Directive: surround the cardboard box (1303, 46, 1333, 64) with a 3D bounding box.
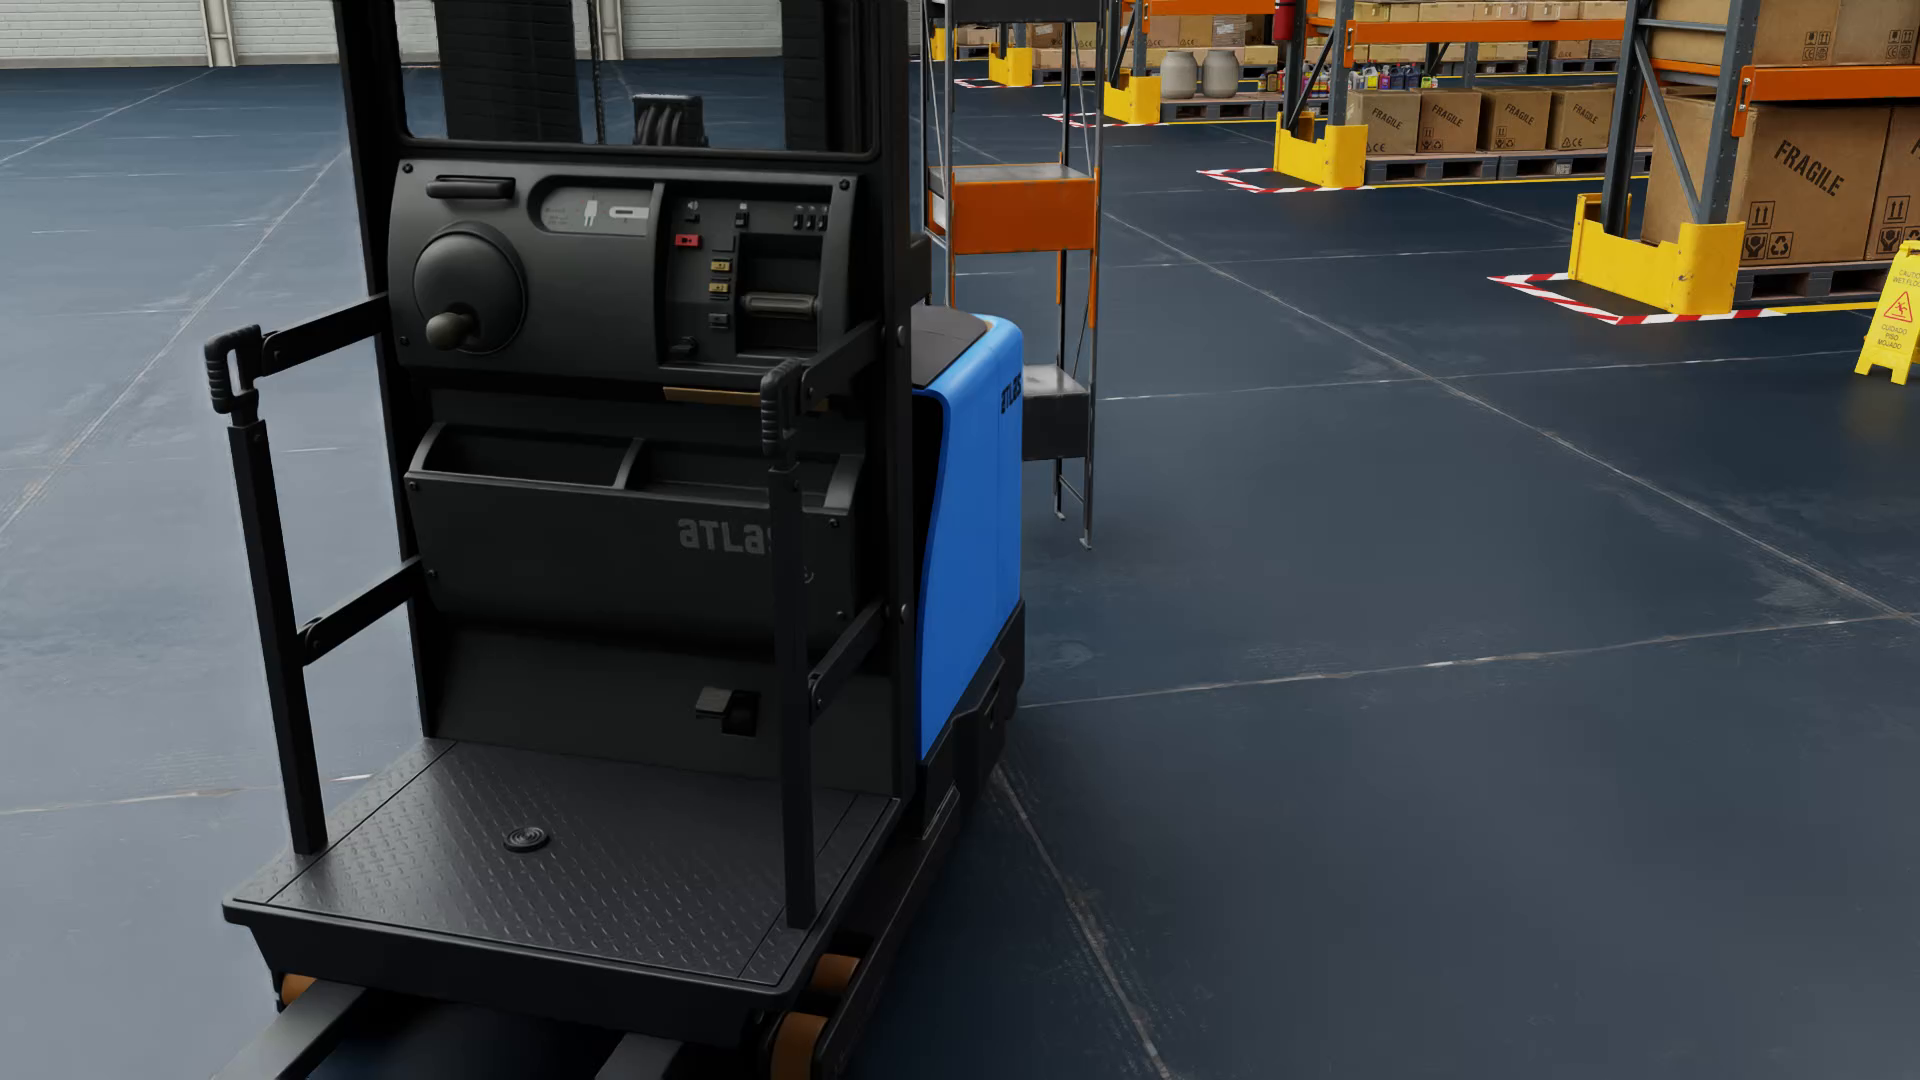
[{"bbox_3d":[5.069,-7.012,23.981,0.500,0.250,0.500,-5,21,-14],"label":"cardboard box"}]

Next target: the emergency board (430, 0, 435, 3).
[{"bbox_3d":[-8.200,-9.190,26.542,0.626,1.169,0.157,-5,21,-12],"label":"emergency board"}]

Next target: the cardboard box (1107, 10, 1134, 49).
[{"bbox_3d":[2.270,-7.150,23.270,0.500,0.500,0.500,-5,21,-12],"label":"cardboard box"}]

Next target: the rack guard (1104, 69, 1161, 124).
[{"bbox_3d":[1.926,-5.030,18.818,0.348,0.500,1.175,-5,21,-12],"label":"rack guard"}]

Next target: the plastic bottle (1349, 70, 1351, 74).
[{"bbox_3d":[4.510,-5.265,19.136,0.133,0.283,0.061,-5,21,-12],"label":"plastic bottle"}]

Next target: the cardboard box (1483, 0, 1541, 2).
[{"bbox_3d":[4.500,-4.849,14.114,0.500,0.500,0.875,-5,21,-12],"label":"cardboard box"}]

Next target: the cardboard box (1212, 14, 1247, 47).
[{"bbox_3d":[3.729,-7.269,23.594,0.500,0.500,0.500,-5,21,-12],"label":"cardboard box"}]

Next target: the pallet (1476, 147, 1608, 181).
[{"bbox_3d":[5.060,-3.368,14.702,1.213,0.211,1.003,-5,21,-12],"label":"pallet"}]

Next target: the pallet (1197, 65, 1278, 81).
[{"bbox_3d":[3.836,-6.798,24.066,1.213,0.211,1.003,-5,21,-12],"label":"pallet"}]

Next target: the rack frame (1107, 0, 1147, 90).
[{"bbox_3d":[1.863,-6.182,18.329,0.127,3.000,1.000,-5,21,-12],"label":"rack frame"}]

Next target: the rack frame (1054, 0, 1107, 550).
[{"bbox_3d":[0.399,-1.018,5.542,0.015,2.100,0.400,-5,21,-12],"label":"rack frame"}]

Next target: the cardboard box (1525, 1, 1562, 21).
[{"bbox_3d":[4.817,-4.435,13.925,0.250,0.149,0.380,-5,21,-12],"label":"cardboard box"}]

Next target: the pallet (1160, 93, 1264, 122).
[{"bbox_3d":[2.718,-4.956,19.038,1.213,0.211,1.003,-5,21,-12],"label":"pallet"}]

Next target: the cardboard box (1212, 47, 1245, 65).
[{"bbox_3d":[3.730,-6.916,23.722,0.500,0.250,0.500,-5,21,-12],"label":"cardboard box"}]

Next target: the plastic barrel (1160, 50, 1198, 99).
[{"bbox_3d":[2.486,-5.288,18.896,0.421,0.512,0.421,0,20,0],"label":"plastic barrel"}]

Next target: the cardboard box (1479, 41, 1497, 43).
[{"bbox_3d":[7.555,-7.475,24.432,0.500,0.311,0.500,-5,21,-13],"label":"cardboard box"}]

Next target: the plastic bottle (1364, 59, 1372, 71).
[{"bbox_3d":[4.875,-5.536,19.778,0.185,0.351,0.144,-4,21,-11],"label":"plastic bottle"}]

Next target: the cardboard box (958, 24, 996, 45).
[{"bbox_3d":[0.277,-8.466,27.836,0.500,0.311,0.500,-7,21,-19],"label":"cardboard box"}]

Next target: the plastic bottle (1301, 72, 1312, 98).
[{"bbox_3d":[3.924,-5.164,18.859,0.133,0.283,0.061,-4,21,-12],"label":"plastic bottle"}]

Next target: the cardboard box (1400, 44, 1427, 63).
[{"bbox_3d":[6.565,-7.133,24.314,0.500,0.250,0.500,-4,21,-11],"label":"cardboard box"}]

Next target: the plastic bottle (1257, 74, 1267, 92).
[{"bbox_3d":[3.549,-5.366,19.532,0.097,0.201,0.097,0,20,0],"label":"plastic bottle"}]

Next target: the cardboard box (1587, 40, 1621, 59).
[{"bbox_3d":[9.529,-7.490,24.894,0.500,0.500,0.500,-5,21,-14],"label":"cardboard box"}]

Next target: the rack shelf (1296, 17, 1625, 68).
[{"bbox_3d":[4.949,-4.344,14.359,4.000,0.370,1.077,-5,21,-12],"label":"rack shelf"}]

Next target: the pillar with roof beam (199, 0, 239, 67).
[{"bbox_3d":[-10.622,-10.269,20.765,0.400,9.000,9.100,-5,21,-12],"label":"pillar with roof beam"}]

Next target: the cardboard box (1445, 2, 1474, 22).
[{"bbox_3d":[4.068,-4.403,13.839,0.250,0.149,0.380,-5,21,-12],"label":"cardboard box"}]

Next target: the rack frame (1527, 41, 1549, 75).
[{"bbox_3d":[8.512,-8.473,24.584,0.127,3.000,1.000,-5,21,-12],"label":"rack frame"}]

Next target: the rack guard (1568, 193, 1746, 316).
[{"bbox_3d":[4.022,-1.680,9.673,0.348,0.500,1.175,-5,21,-12],"label":"rack guard"}]

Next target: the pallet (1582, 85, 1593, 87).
[{"bbox_3d":[7.701,-5.362,20.145,1.213,0.211,1.003,-5,21,-12],"label":"pallet"}]

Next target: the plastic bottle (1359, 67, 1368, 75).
[{"bbox_3d":[4.761,-5.447,19.650,0.097,0.271,0.097,0,20,0],"label":"plastic bottle"}]

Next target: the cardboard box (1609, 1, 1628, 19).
[{"bbox_3d":[5.526,-4.524,14.170,0.250,0.149,0.380,-5,21,-12],"label":"cardboard box"}]

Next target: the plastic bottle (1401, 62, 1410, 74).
[{"bbox_3d":[5.162,-5.362,19.302,0.185,0.351,0.144,-5,21,-12],"label":"plastic bottle"}]

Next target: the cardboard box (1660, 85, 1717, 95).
[{"bbox_3d":[6.497,-3.845,14.975,0.500,0.500,0.500,-5,21,-14],"label":"cardboard box"}]

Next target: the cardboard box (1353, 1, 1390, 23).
[{"bbox_3d":[3.335,-4.348,13.690,0.250,0.149,0.380,-5,21,-12],"label":"cardboard box"}]

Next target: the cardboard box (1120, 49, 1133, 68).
[{"bbox_3d":[2.272,-6.794,23.388,0.500,0.250,0.500,-5,21,-12],"label":"cardboard box"}]

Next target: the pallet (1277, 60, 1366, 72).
[{"bbox_3d":[5.328,-6.919,24.394,1.213,0.211,1.003,-5,21,-12],"label":"pallet"}]

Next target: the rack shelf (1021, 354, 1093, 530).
[{"bbox_3d":[0.161,-0.329,5.735,0.480,0.518,0.431,-5,21,-12],"label":"rack shelf"}]

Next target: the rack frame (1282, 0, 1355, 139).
[{"bbox_3d":[3.003,-4.524,13.803,0.127,3.000,1.000,-5,21,-12],"label":"rack frame"}]

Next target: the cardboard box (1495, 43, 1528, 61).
[{"bbox_3d":[8.056,-7.256,24.648,0.500,0.250,0.500,-4,21,-11],"label":"cardboard box"}]

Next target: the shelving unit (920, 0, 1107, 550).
[{"bbox_3d":[0.161,-0.999,5.489,0.503,2.100,0.431,-5,21,-12],"label":"shelving unit"}]

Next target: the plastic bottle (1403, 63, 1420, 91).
[{"bbox_3d":[5.195,-5.313,19.170,0.185,0.351,0.144,-5,21,-14],"label":"plastic bottle"}]

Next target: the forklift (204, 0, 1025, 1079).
[{"bbox_3d":[-0.692,-0.497,2.911,1.130,2.935,3.031,5,21,14],"label":"forklift"}]

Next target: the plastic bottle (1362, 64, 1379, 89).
[{"bbox_3d":[4.694,-5.273,19.059,0.185,0.351,0.144,-5,21,-13],"label":"plastic bottle"}]

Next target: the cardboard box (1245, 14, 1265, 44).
[{"bbox_3d":[4.096,-7.483,24.178,0.500,0.500,0.500,-5,21,-12],"label":"cardboard box"}]

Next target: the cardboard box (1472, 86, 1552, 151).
[{"bbox_3d":[4.802,-3.693,14.558,0.500,0.500,0.500,-3,20,-7],"label":"cardboard box"}]

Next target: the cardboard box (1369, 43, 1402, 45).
[{"bbox_3d":[6.071,-7.354,24.102,0.500,0.311,0.500,-5,21,-14],"label":"cardboard box"}]

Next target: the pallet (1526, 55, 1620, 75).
[{"bbox_3d":[9.247,-7.210,25.191,1.213,0.211,1.003,-5,21,-12],"label":"pallet"}]

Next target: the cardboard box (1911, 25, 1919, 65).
[{"bbox_3d":[5.501,-3.023,9.489,0.550,0.550,0.875,-5,21,-12],"label":"cardboard box"}]

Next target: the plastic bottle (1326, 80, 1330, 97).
[{"bbox_3d":[4.226,-5.156,18.958,0.097,0.201,0.097,0,20,0],"label":"plastic bottle"}]

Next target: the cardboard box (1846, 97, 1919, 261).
[{"bbox_3d":[5.546,-2.201,9.941,0.875,0.875,0.875,-5,21,-13],"label":"cardboard box"}]

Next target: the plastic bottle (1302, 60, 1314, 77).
[{"bbox_3d":[4.096,-5.473,19.605,0.185,0.351,0.144,-4,20,-10],"label":"plastic bottle"}]
